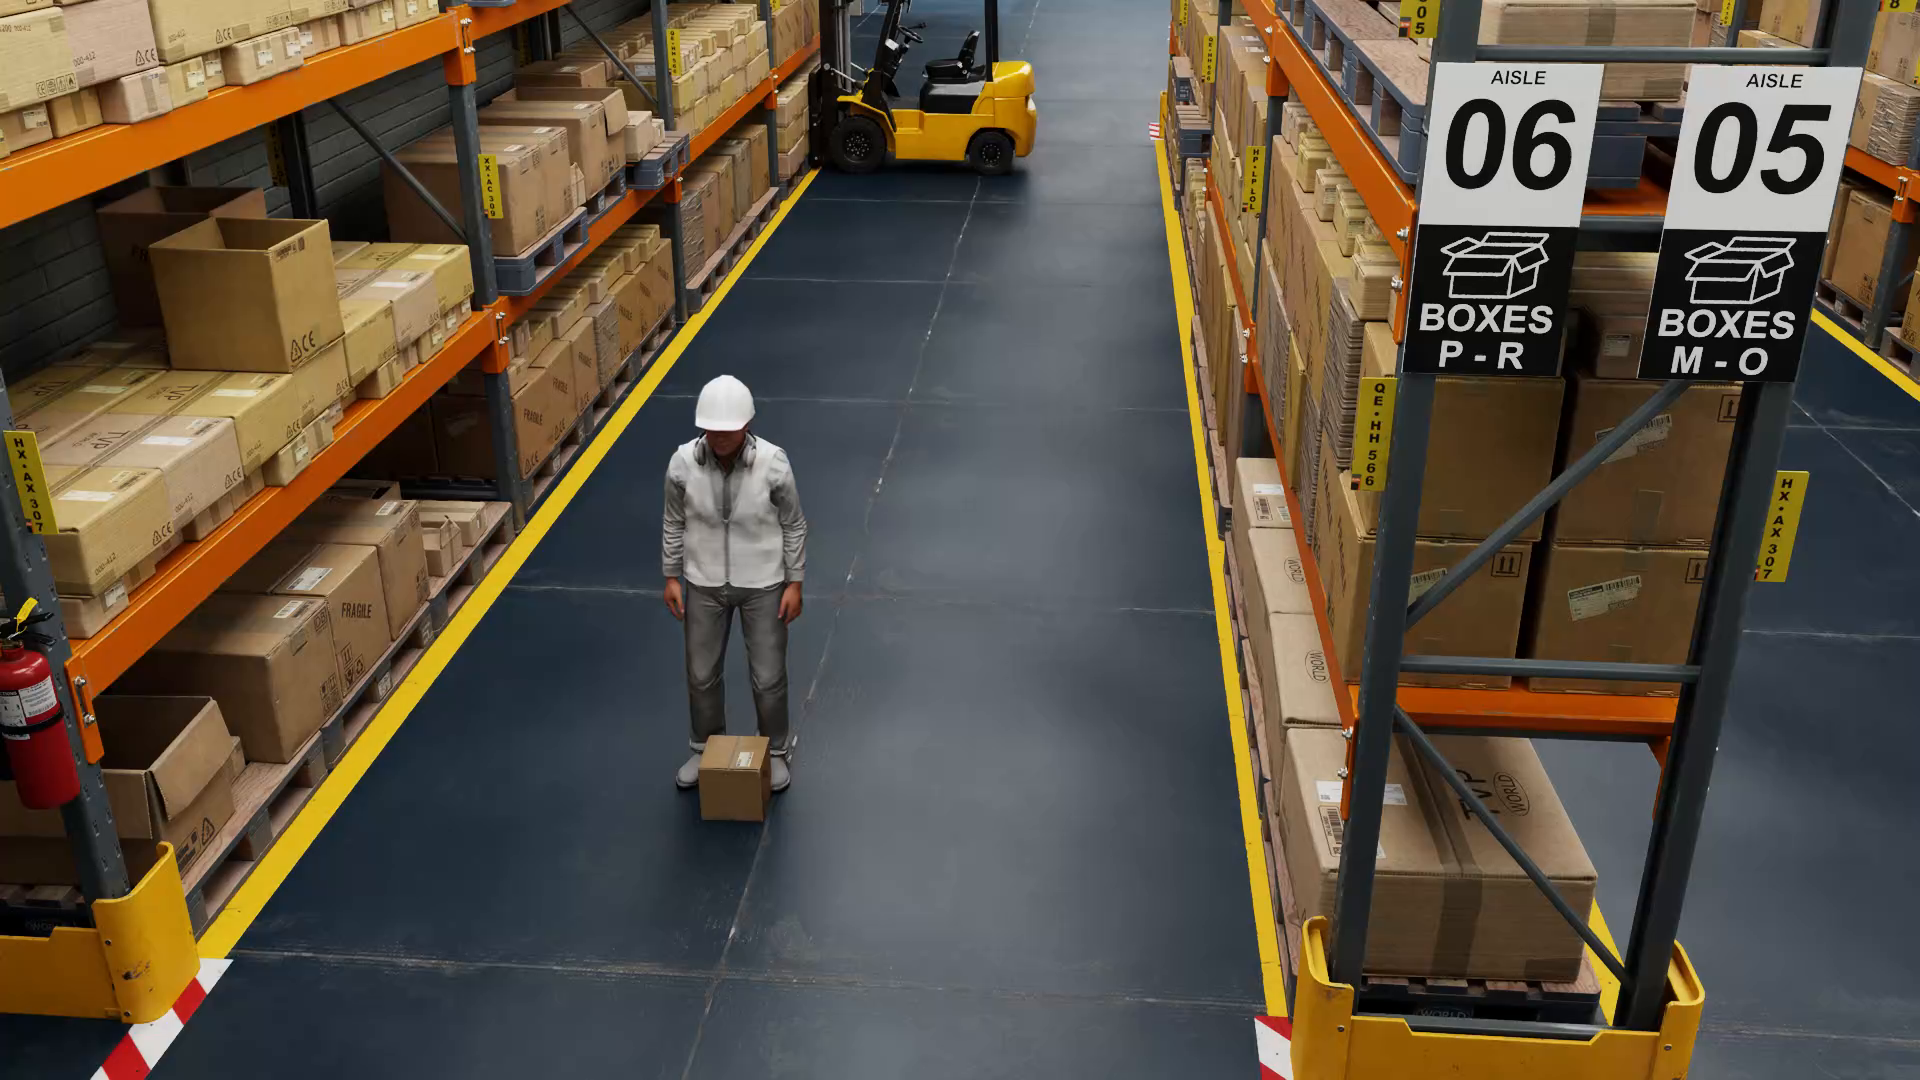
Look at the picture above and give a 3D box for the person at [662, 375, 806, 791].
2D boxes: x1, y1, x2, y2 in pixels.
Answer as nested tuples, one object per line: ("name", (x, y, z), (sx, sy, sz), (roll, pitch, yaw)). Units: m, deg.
("person", (-0.905, 0.171, 6.694), (0.580, 1.772, 0.461), (2, 24, 4))
